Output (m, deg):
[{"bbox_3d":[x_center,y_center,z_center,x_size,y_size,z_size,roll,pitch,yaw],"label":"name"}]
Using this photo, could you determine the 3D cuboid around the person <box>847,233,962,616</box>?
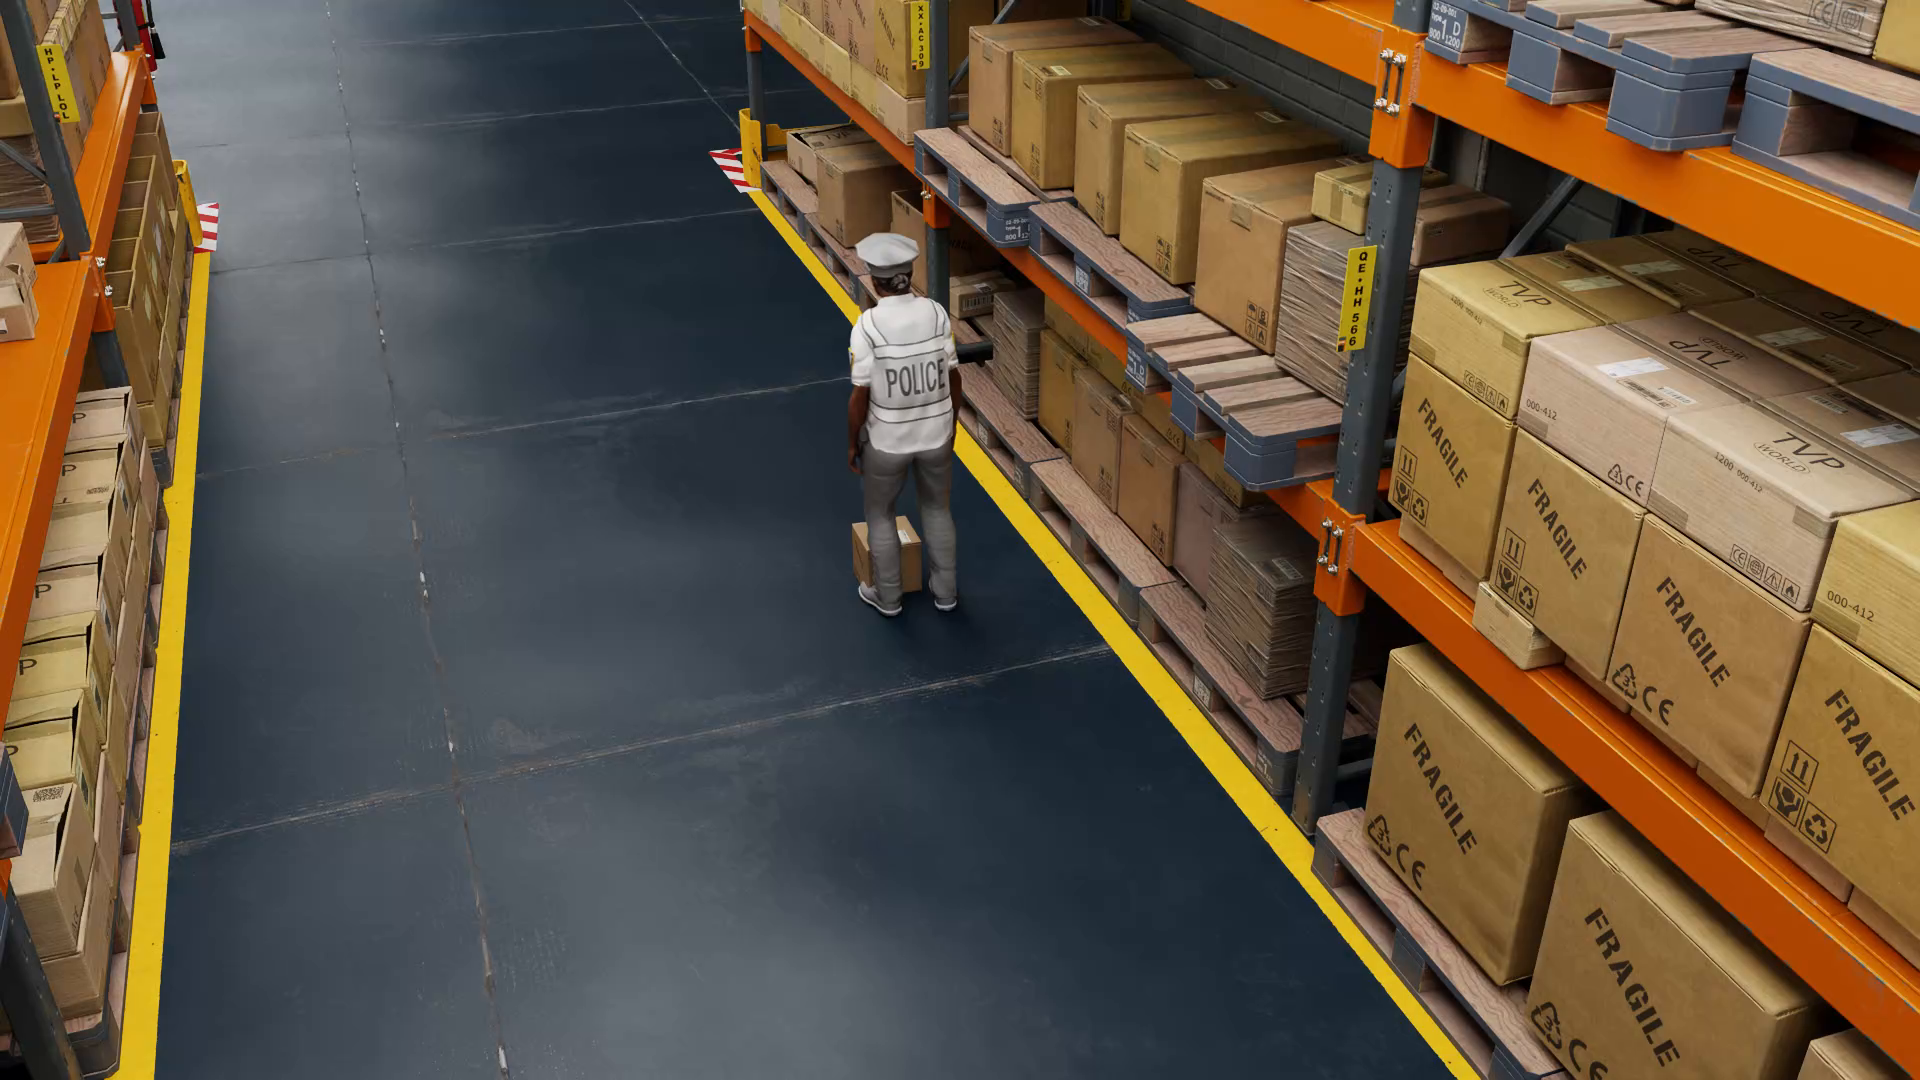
[{"bbox_3d":[-0.232,-0.433,6.880,0.510,1.657,0.425,-12,32,-20],"label":"person"}]
